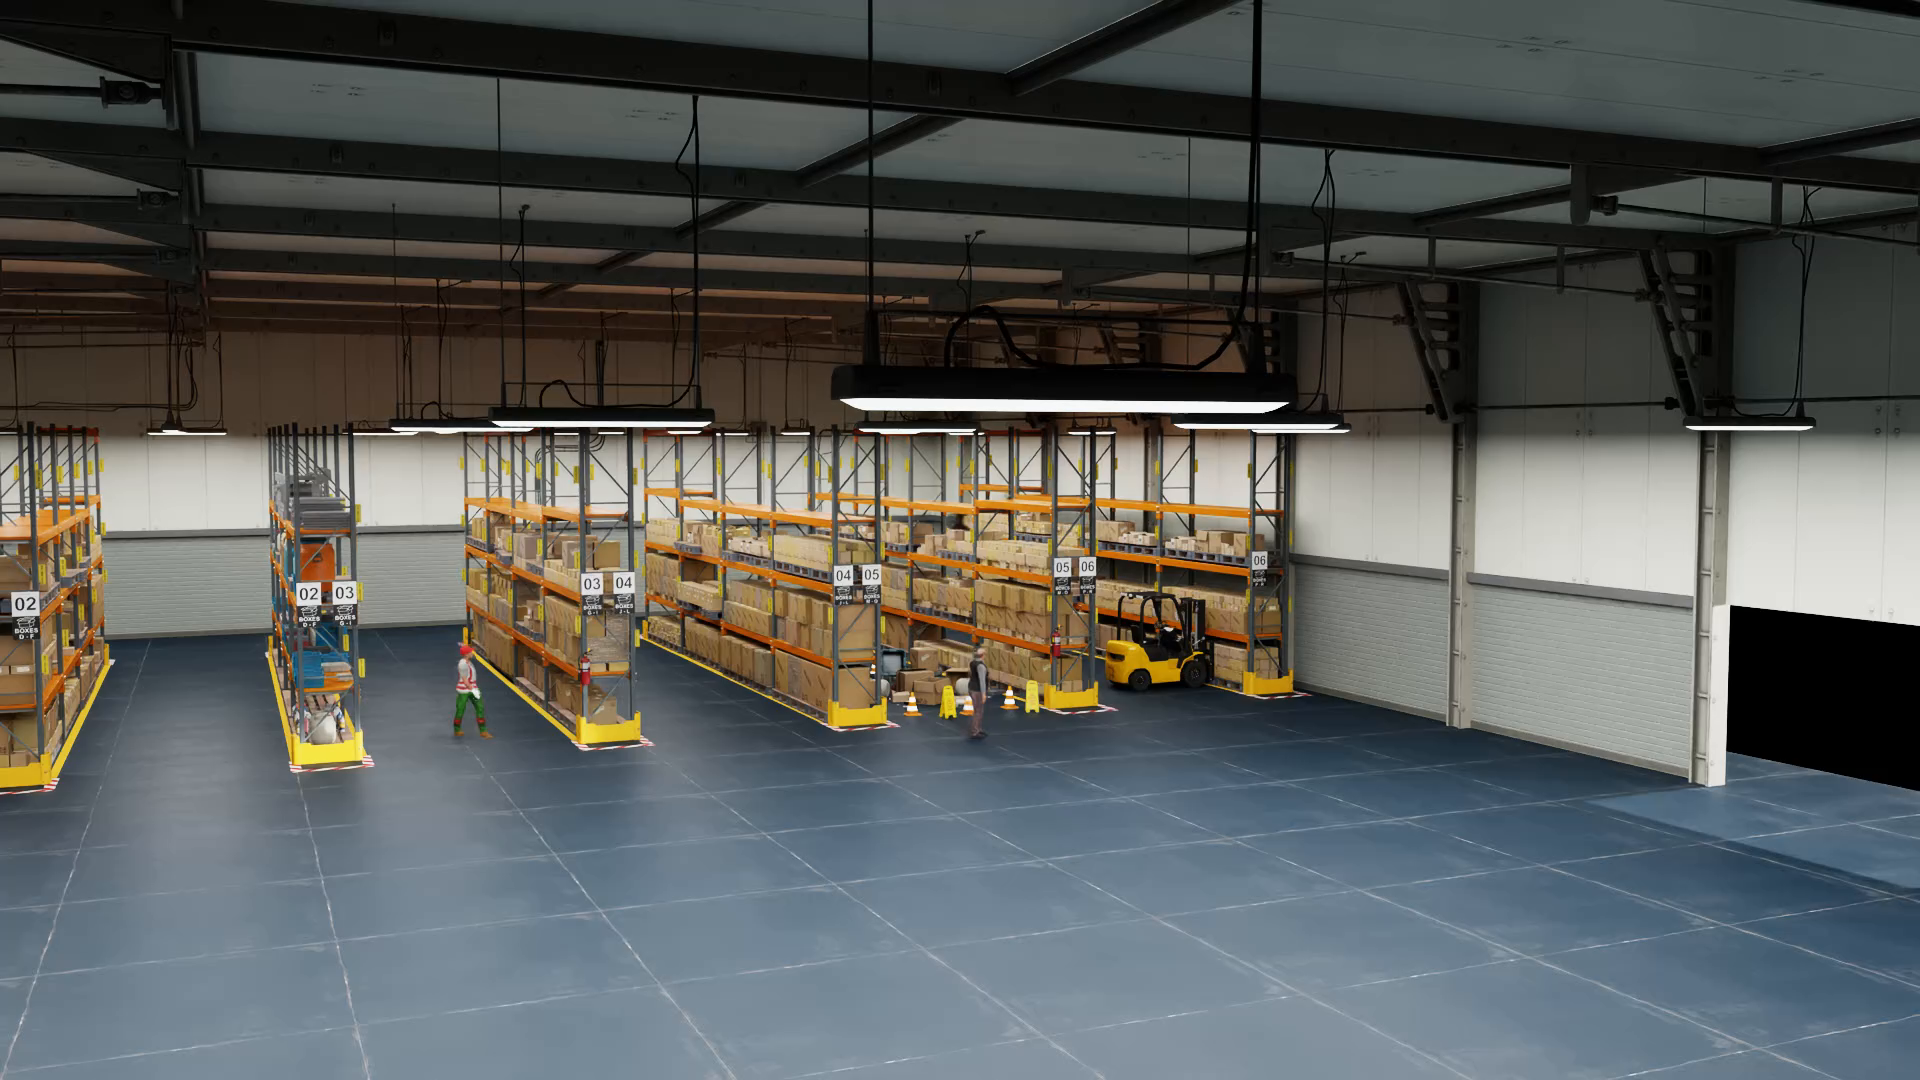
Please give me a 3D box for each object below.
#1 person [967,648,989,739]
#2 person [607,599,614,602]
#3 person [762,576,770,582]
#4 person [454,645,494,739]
[{"bbox_3d":[0.369,2.922,31.746,0.404,1.734,0.567,-1,4,-17],"label":"person"},{"bbox_3d":[-10.048,1.936,48.349,0.458,1.645,0.690,2,4,24],"label":"person"},{"bbox_3d":[-5.937,1.807,51.231,0.533,1.607,0.450,0,3,4],"label":"person"},{"bbox_3d":[-9.326,2.883,31.619,0.897,1.757,0.484,3,4,38],"label":"person"}]
